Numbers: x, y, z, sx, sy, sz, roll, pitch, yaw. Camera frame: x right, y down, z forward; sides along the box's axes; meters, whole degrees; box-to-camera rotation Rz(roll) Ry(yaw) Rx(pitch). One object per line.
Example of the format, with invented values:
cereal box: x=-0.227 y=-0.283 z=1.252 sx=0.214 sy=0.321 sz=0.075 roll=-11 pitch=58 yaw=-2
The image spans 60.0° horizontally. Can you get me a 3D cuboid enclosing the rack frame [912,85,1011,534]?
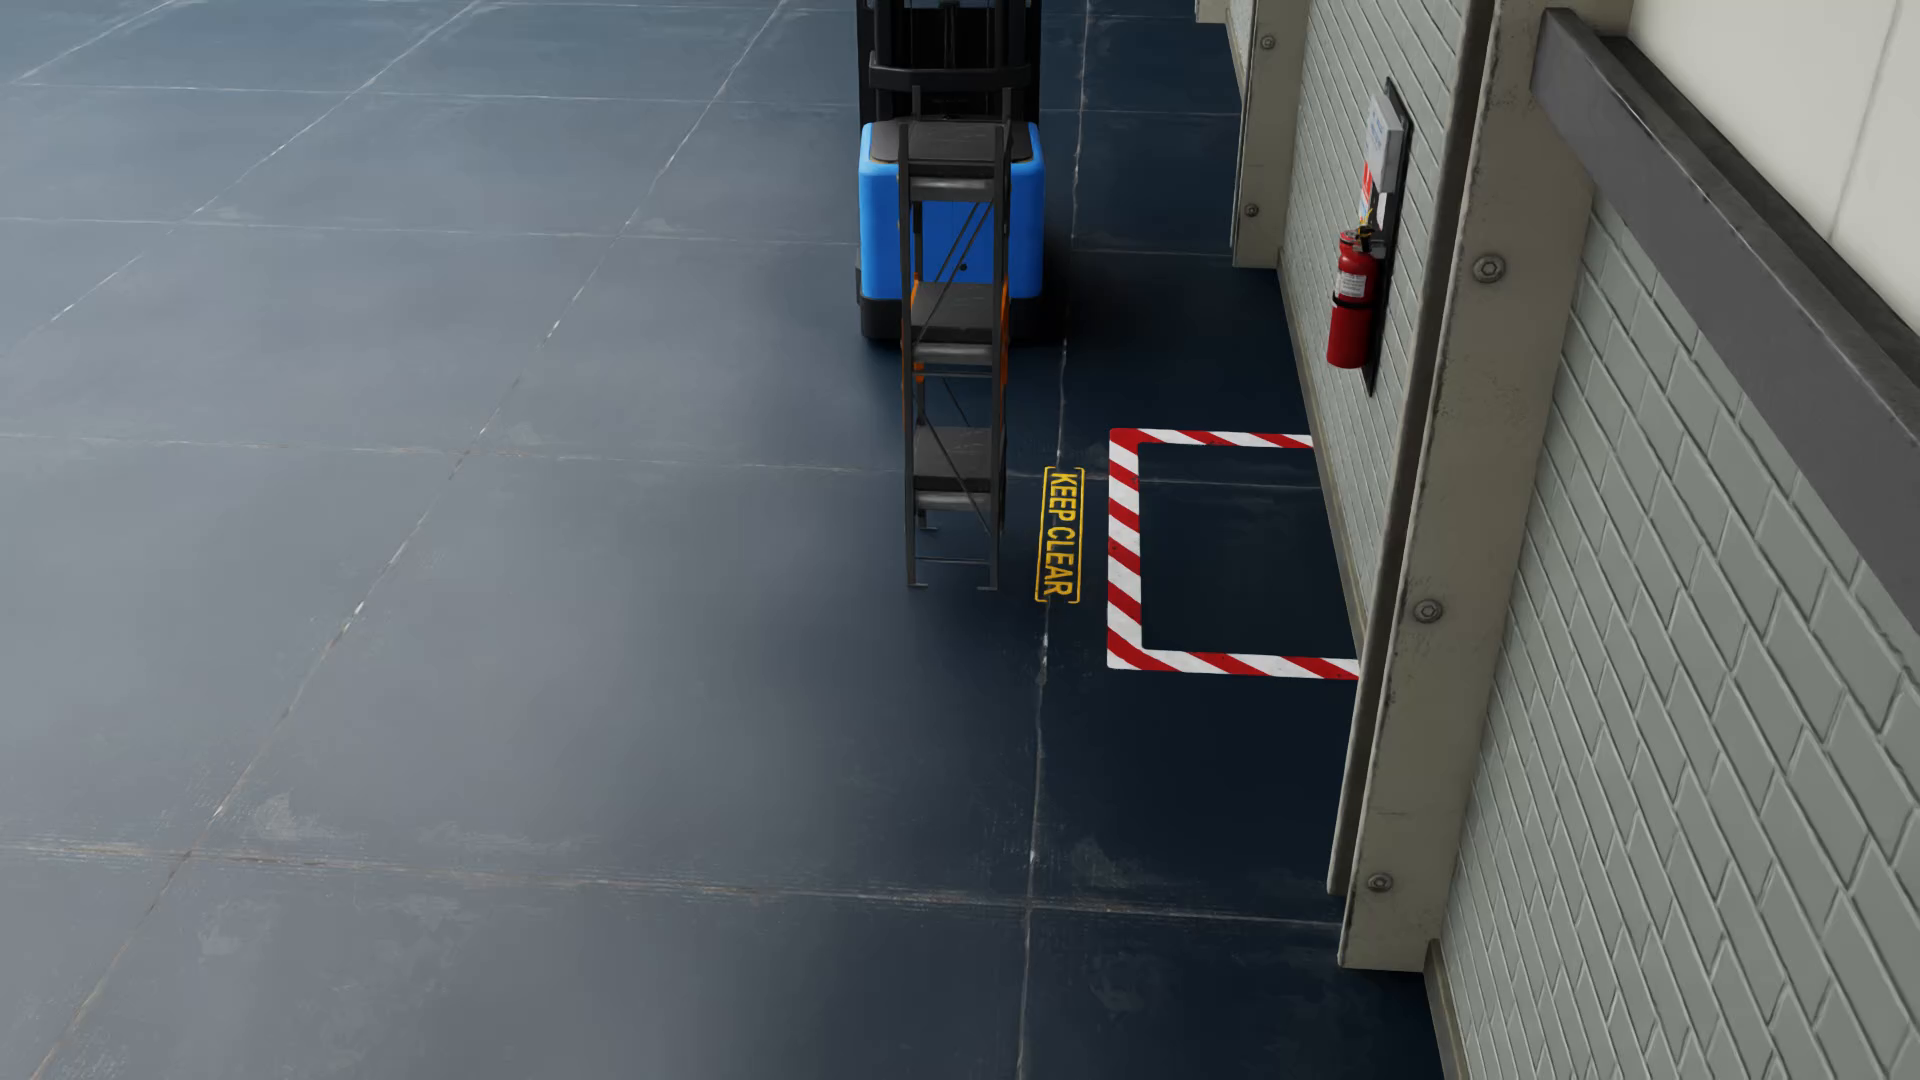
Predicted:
rack frame: x=0.006 y=-0.935 z=7.266 sx=0.400 sy=2.100 sz=0.015 roll=2 pitch=32 yaw=4

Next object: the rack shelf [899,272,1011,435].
rack shelf: x=-0.013 y=-0.796 z=7.066 sx=0.431 sy=0.518 sz=0.480 roll=2 pitch=32 yaw=4

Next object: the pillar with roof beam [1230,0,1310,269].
pillar with roof beam: x=-2.385 y=-5.845 z=8.656 sx=9.100 sy=9.000 sz=0.400 roll=2 pitch=32 yaw=4

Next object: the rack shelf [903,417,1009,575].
rack shelf: x=-0.013 y=-0.200 z=7.433 sx=0.431 sy=0.518 sz=0.480 roll=2 pitch=32 yaw=4

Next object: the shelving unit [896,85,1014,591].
shelving unit: x=-0.013 y=-0.807 z=7.059 sx=0.431 sy=2.100 sz=0.503 roll=2 pitch=32 yaw=4

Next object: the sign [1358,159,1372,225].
sign: x=1.804 y=-1.560 z=7.388 sx=0.001 sy=0.329 sz=0.234 roll=2 pitch=32 yaw=4

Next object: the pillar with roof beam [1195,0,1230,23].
pillar with roof beam: x=-1.897 y=-8.982 z=13.747 sx=9.100 sy=9.000 sz=0.400 roll=2 pitch=32 yaw=4

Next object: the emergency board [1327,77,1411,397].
emergency board: x=1.656 y=-1.260 z=6.935 sx=0.194 sy=1.169 sz=0.643 roll=2 pitch=32 yaw=4

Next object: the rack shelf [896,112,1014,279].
rack shelf: x=-0.013 y=-1.392 z=6.699 sx=0.431 sy=0.518 sz=0.480 roll=2 pitch=32 yaw=4

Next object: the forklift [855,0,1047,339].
forklift: x=-0.070 y=-3.131 z=10.037 sx=1.130 sy=2.935 sz=3.031 roll=-1 pitch=32 yaw=-1

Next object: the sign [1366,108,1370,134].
sign: x=1.795 y=-1.783 z=7.246 sx=0.001 sy=0.109 sz=0.331 roll=2 pitch=32 yaw=4

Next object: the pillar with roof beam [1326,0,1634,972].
pillar with roof beam: x=-2.874 y=-2.707 z=3.566 sx=9.100 sy=9.000 sz=0.400 roll=2 pitch=32 yaw=4

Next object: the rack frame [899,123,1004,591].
rack frame: x=-0.033 y=-0.680 z=6.852 sx=0.400 sy=2.100 sz=0.015 roll=2 pitch=32 yaw=4
